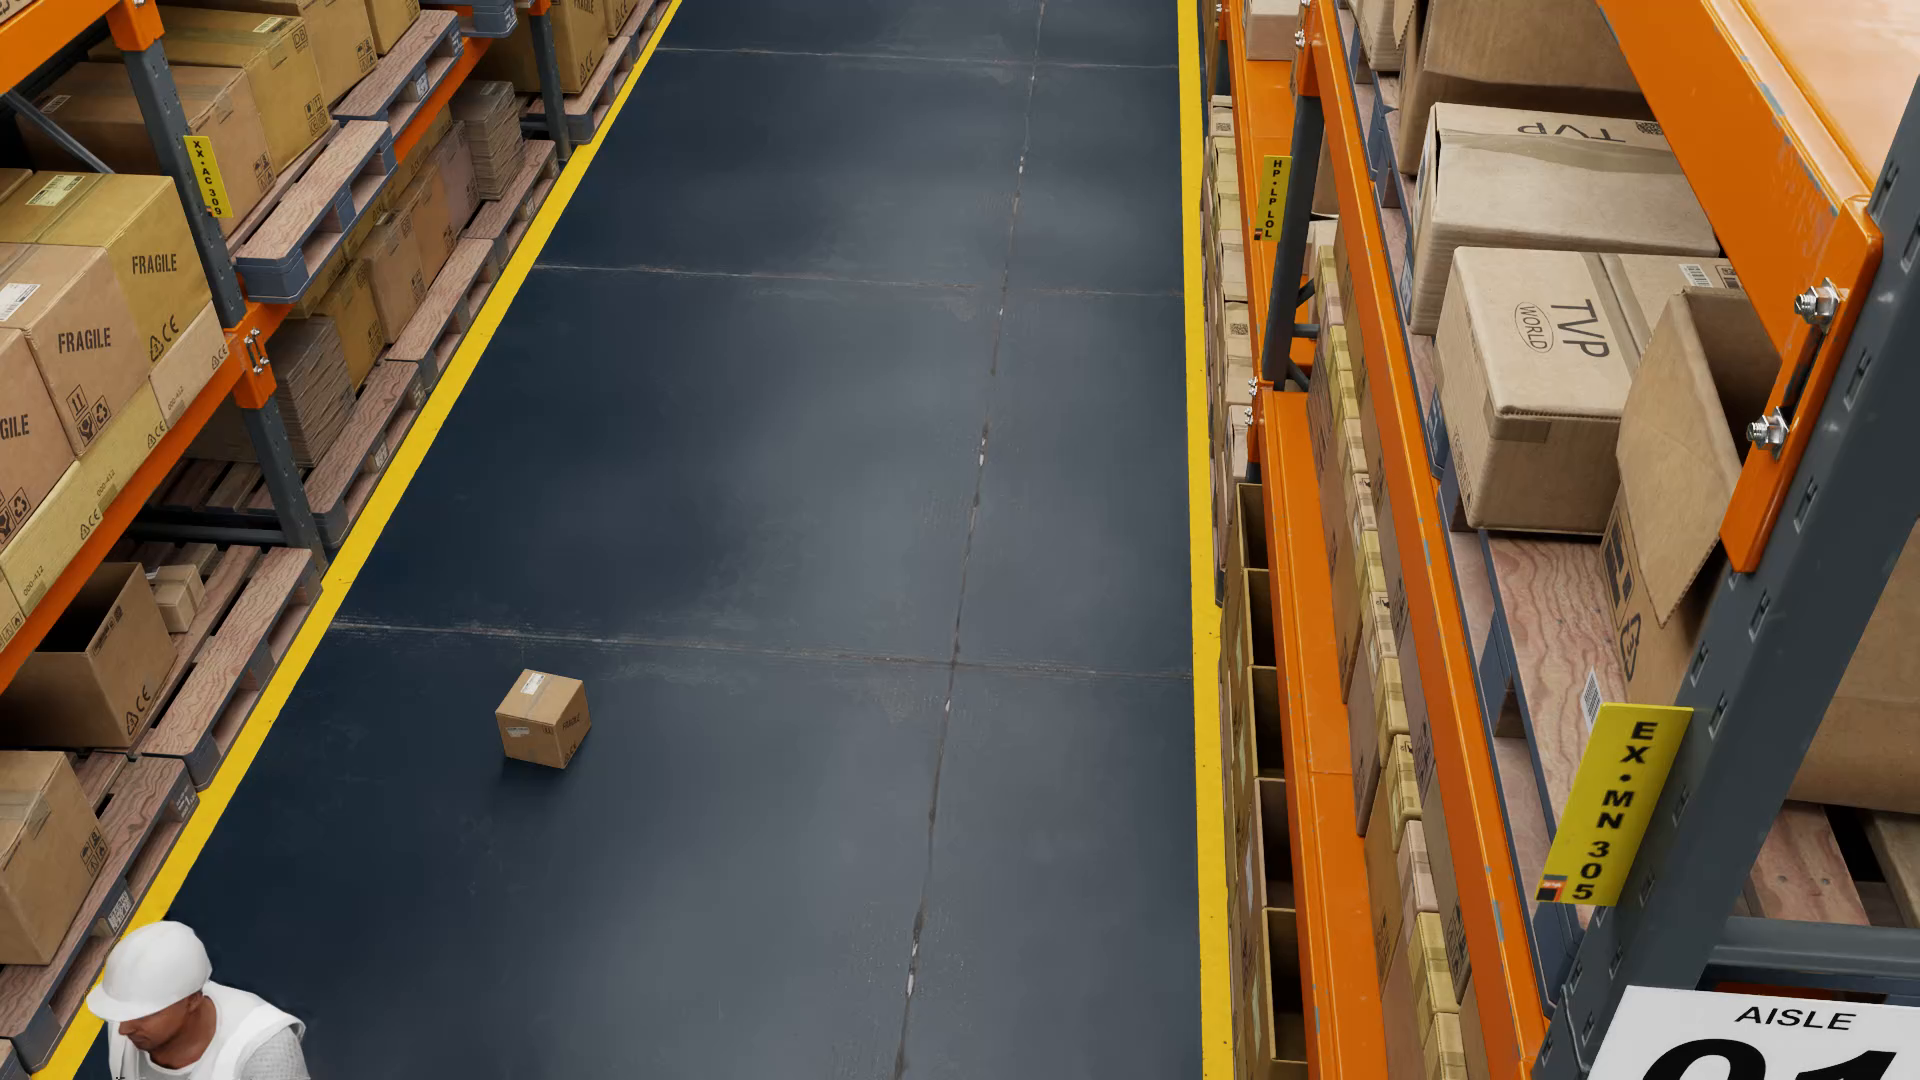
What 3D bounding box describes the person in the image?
[{"bbox_3d":[-1.809,1.600,4.214,0.566,1.738,1.077,10,41,11],"label":"person"}]
